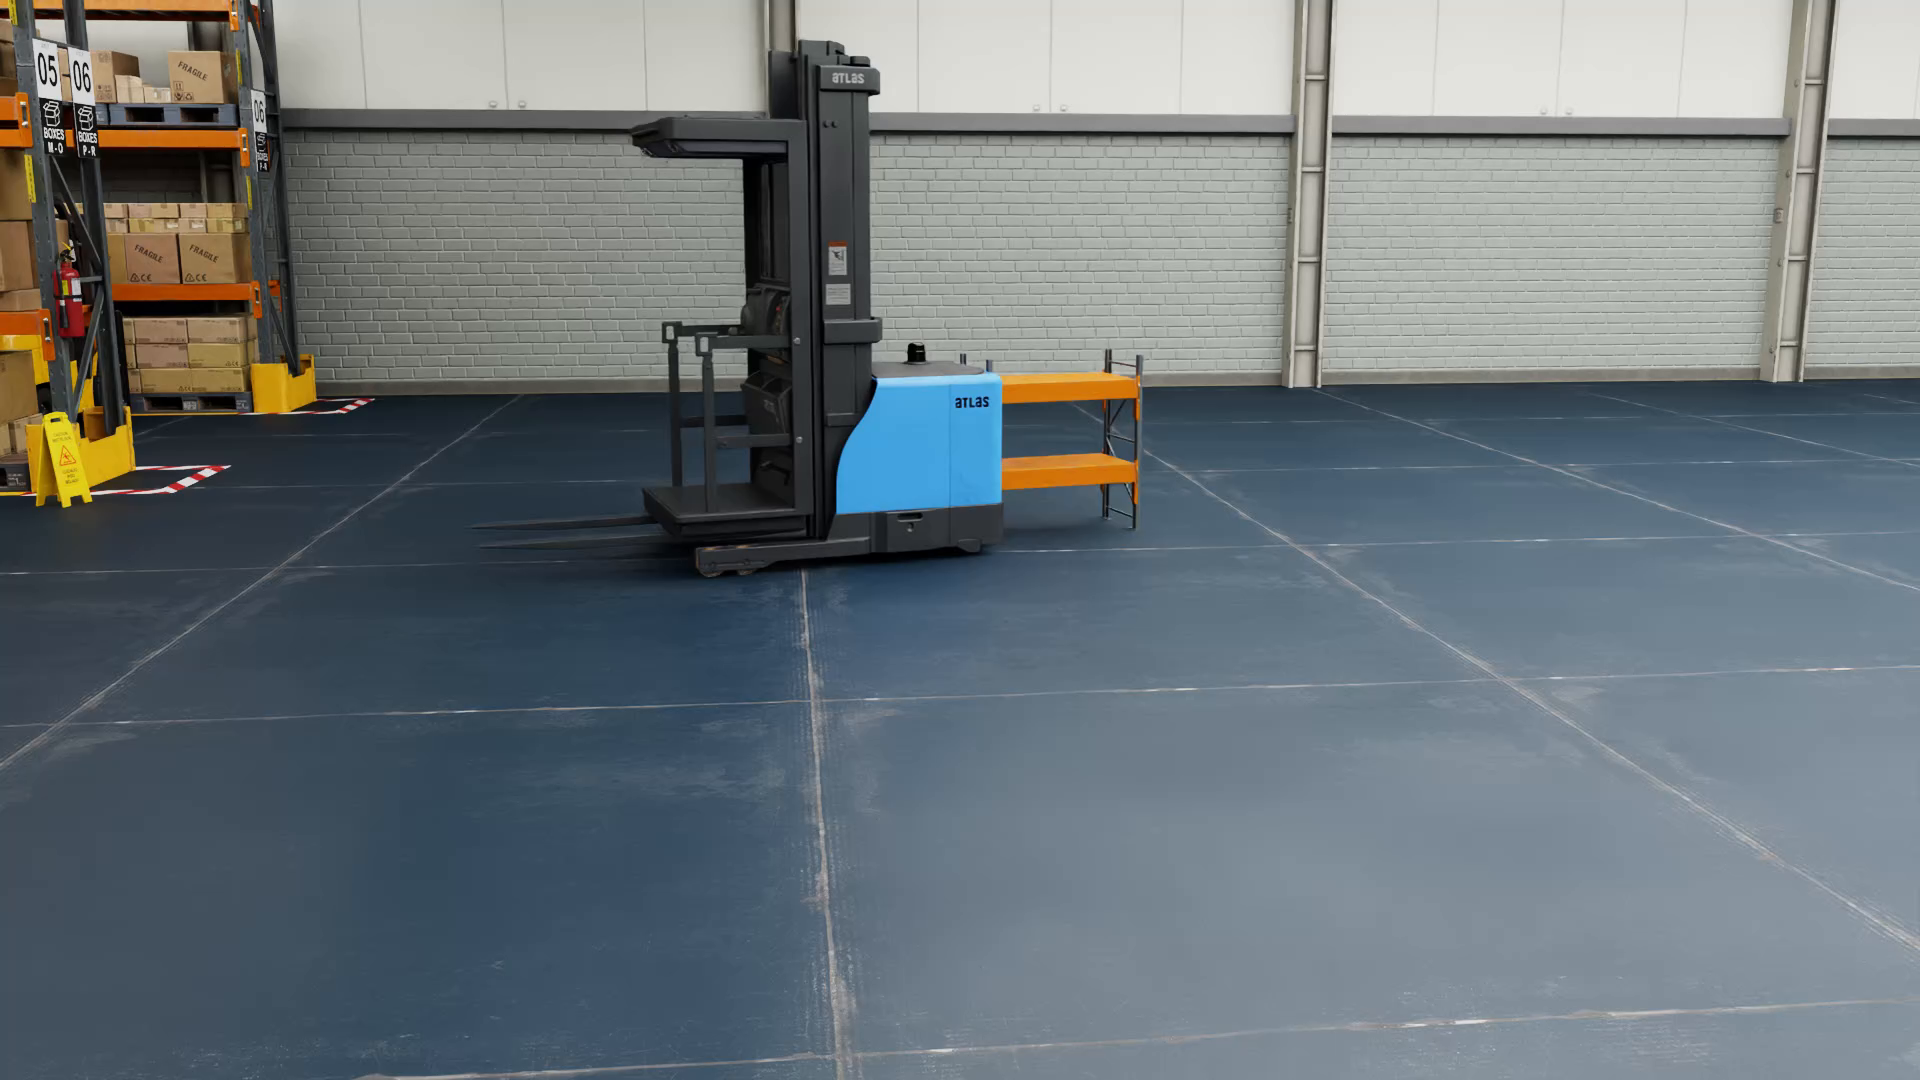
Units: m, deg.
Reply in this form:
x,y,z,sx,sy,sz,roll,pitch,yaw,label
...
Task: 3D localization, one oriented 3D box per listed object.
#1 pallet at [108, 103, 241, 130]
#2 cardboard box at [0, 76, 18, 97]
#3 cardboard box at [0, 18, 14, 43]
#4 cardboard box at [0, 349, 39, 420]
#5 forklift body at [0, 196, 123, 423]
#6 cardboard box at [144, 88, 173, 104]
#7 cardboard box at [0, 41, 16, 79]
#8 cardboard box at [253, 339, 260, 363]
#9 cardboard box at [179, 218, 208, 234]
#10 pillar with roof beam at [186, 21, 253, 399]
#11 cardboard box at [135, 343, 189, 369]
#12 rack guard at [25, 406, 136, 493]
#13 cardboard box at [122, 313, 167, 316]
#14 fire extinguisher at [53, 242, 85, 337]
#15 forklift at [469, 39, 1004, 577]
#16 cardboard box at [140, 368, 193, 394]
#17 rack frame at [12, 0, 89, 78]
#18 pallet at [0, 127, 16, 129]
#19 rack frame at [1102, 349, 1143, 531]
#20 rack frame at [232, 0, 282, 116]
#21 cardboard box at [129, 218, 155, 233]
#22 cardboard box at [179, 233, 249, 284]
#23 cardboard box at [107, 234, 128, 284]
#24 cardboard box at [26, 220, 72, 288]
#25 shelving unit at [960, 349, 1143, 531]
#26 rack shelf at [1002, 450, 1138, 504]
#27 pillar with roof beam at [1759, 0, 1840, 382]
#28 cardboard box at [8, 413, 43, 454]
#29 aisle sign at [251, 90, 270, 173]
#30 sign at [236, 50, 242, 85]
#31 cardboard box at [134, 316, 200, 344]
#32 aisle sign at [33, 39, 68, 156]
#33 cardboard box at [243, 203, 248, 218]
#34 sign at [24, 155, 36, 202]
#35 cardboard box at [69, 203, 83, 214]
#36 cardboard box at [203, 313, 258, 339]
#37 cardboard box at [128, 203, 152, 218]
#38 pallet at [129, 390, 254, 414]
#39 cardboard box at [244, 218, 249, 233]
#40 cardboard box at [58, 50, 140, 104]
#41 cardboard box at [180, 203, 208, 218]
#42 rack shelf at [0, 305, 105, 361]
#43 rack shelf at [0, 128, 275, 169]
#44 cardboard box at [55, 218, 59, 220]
x,y,z,sx,sy,sz,roll,pitch,yaw,label
-7.828,-4.296,16.899,1.213,0.211,1.003,-1,11,-6,pallet
-6.907,-3.213,11.812,0.250,0.149,0.380,-1,11,-6,cardboard box
-6.887,-3.602,11.722,0.250,0.149,0.380,-1,11,-6,cardboard box
-7.438,-1.186,12.722,0.500,0.500,0.500,-2,11,-8,cardboard box
-8.810,-2.072,15.331,1.214,2.155,2.313,-1,11,-6,forklift body
-7.913,-4.406,16.530,0.250,0.149,0.380,-2,11,-8,cardboard box
-7.062,-3.408,11.768,0.500,0.250,0.500,-1,11,-7,cardboard box
-7.612,-2.010,17.559,0.500,0.250,0.500,-1,11,-5,cardboard box
-7.687,-3.173,16.791,0.250,0.149,0.380,-1,11,-5,cardboard box
-7.447,-5.154,13.257,0.400,9.000,9.100,-1,11,-6,pillar with roof beam
-8.072,-1.901,17.007,0.500,0.250,0.500,-1,11,-7,cardboard box
-6.658,-0.698,12.621,0.348,0.500,1.175,-1,11,-6,rack guard
-8.615,-2.232,17.393,0.500,0.250,0.500,-1,11,-6,cardboard box
-6.419,-1.802,11.958,0.183,0.674,0.296,-1,11,-6,fire extinguisher
-1.309,-1.344,9.606,3.031,2.935,1.130,-4,12,-20,forklift
-8.051,-1.656,17.053,0.500,0.250,0.500,-1,11,-6,cardboard box
-6.582,-4.870,11.809,0.127,3.000,1.000,-1,11,-6,rack frame
-10.254,-4.245,16.641,1.213,0.211,1.003,-1,11,-6,pallet
1.053,-0.657,10.795,0.032,1.125,0.500,-4,12,-20,rack frame
-7.122,-5.821,16.651,0.127,3.000,1.000,-1,11,-6,rack frame
-8.200,-3.176,16.808,0.250,0.149,0.380,-1,11,-6,cardboard box
-7.583,-2.866,16.912,0.500,0.500,0.500,-1,11,-7,cardboard box
-8.609,-2.846,16.811,0.500,0.500,0.500,-1,11,-7,cardboard box
-7.083,-2.164,12.570,0.500,0.500,0.500,-1,11,-7,cardboard box
0.577,-0.623,10.620,1.048,1.125,0.538,-4,12,-20,shelving unit
0.577,-0.383,10.667,1.000,0.278,0.538,-4,12,-20,rack shelf
10.448,-5.529,15.164,0.400,9.000,9.100,-1,11,-6,pillar with roof beam
-7.414,-0.819,12.797,0.500,0.250,0.500,-1,11,-7,cardboard box
-7.025,-4.098,16.699,0.004,0.787,0.394,-1,11,-6,aisle sign
-7.077,-4.641,16.332,0.005,0.325,0.100,-1,11,-6,sign
-8.053,-2.144,16.945,0.500,0.250,0.500,-1,11,-5,cardboard box
-6.489,-3.147,11.861,0.004,0.787,0.394,-1,11,-6,aisle sign
-7.479,-3.425,17.302,0.250,0.149,0.380,-1,11,-7,cardboard box
-6.542,-2.542,11.702,0.005,0.325,0.100,-1,11,-6,sign
-8.713,-3.297,16.652,0.250,0.149,0.380,-1,11,-5,cardboard box
-7.620,-2.251,17.492,0.500,0.250,0.500,-1,11,-7,cardboard box
-8.210,-3.330,16.821,0.250,0.149,0.380,-1,11,-6,cardboard box
-7.878,-1.486,17.377,1.213,0.211,1.003,-1,11,-6,pallet
-7.487,-3.288,17.375,0.250,0.149,0.380,-1,11,-8,cardboard box
-8.565,-4.596,16.585,0.500,0.500,0.700,-1,11,-6,cardboard box
-7.697,-3.332,16.829,0.250,0.149,0.380,-1,11,-6,cardboard box
-8.571,-1.531,12.246,4.000,0.370,1.077,-1,11,-6,rack shelf
-9.110,-3.955,16.798,4.000,0.370,1.077,-1,11,-6,rack shelf
-8.967,-3.165,16.749,0.250,0.149,0.380,-1,11,-6,cardboard box
